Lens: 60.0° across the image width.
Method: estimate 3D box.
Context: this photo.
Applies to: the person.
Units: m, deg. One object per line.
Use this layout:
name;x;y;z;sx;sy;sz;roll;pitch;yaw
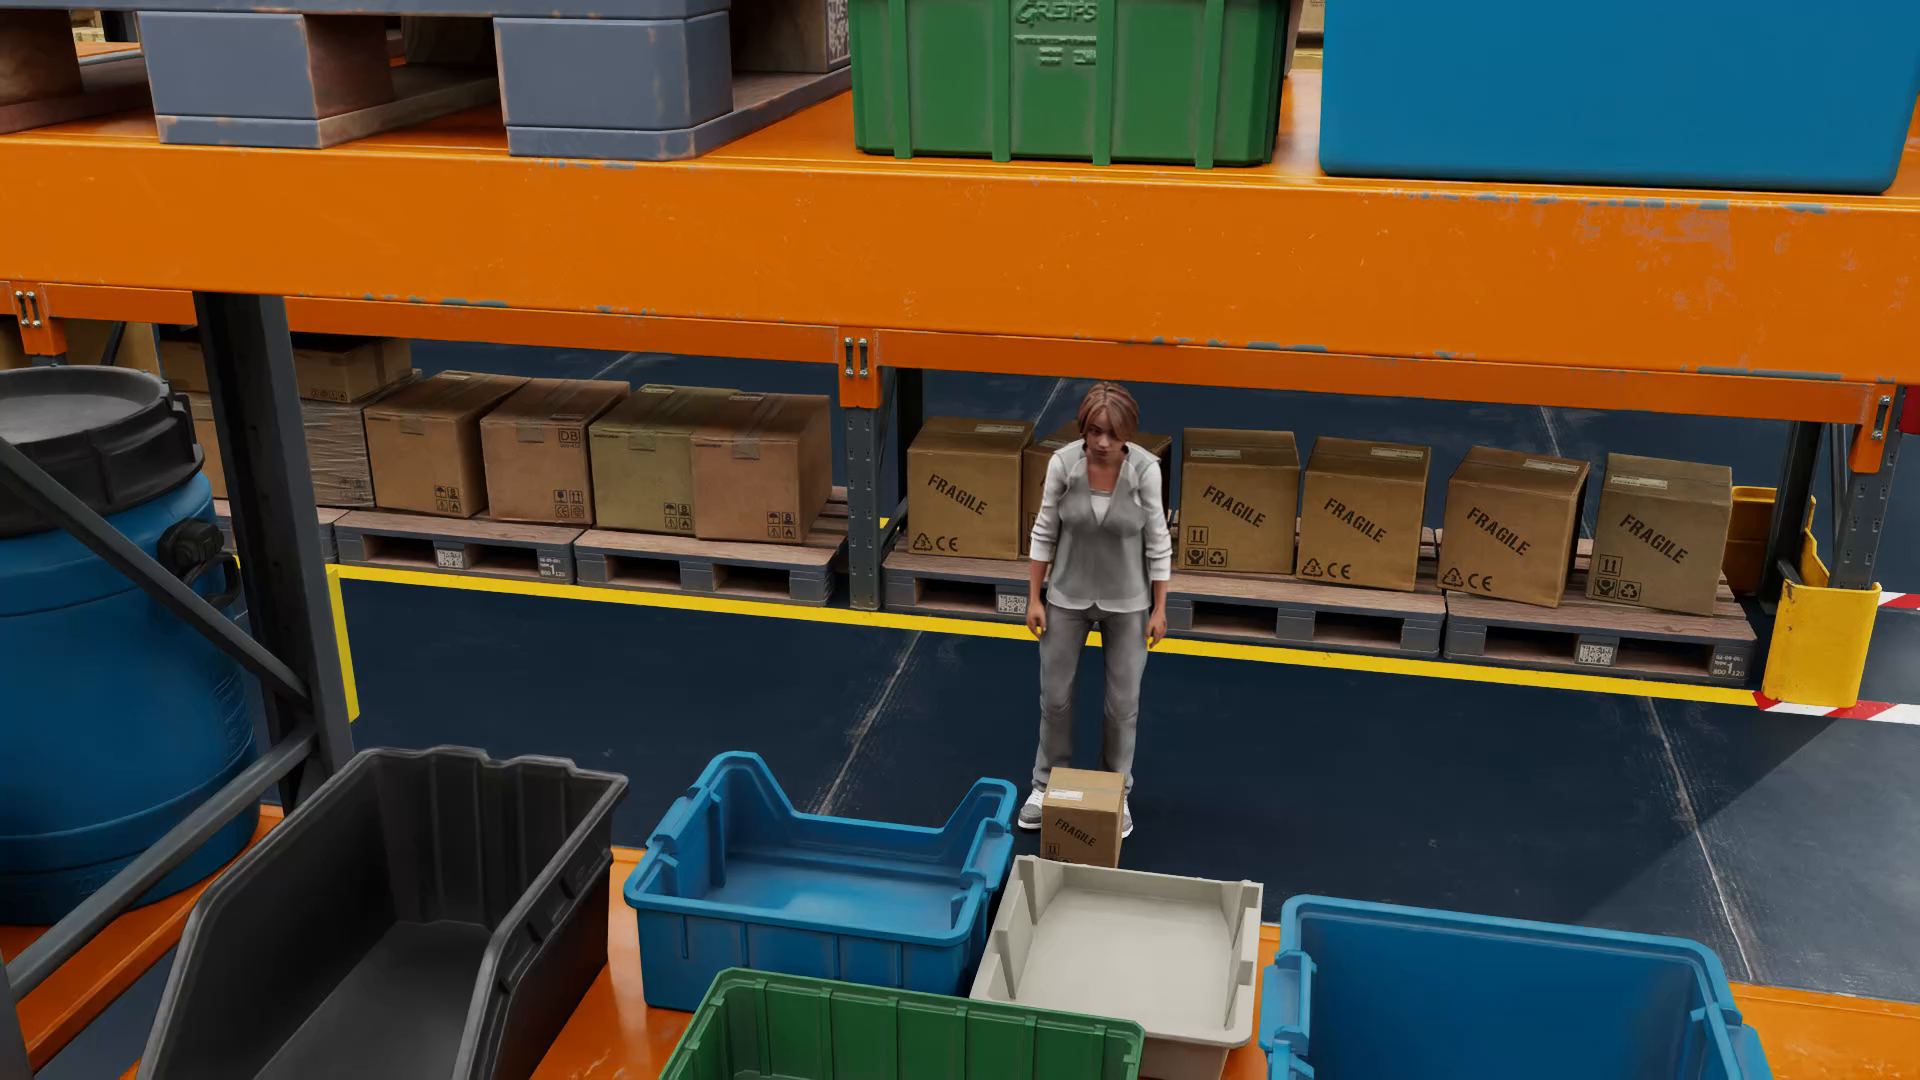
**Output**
person;-8.864;-2.612;6.694;19.576;6.000;24.600;4;22;9
